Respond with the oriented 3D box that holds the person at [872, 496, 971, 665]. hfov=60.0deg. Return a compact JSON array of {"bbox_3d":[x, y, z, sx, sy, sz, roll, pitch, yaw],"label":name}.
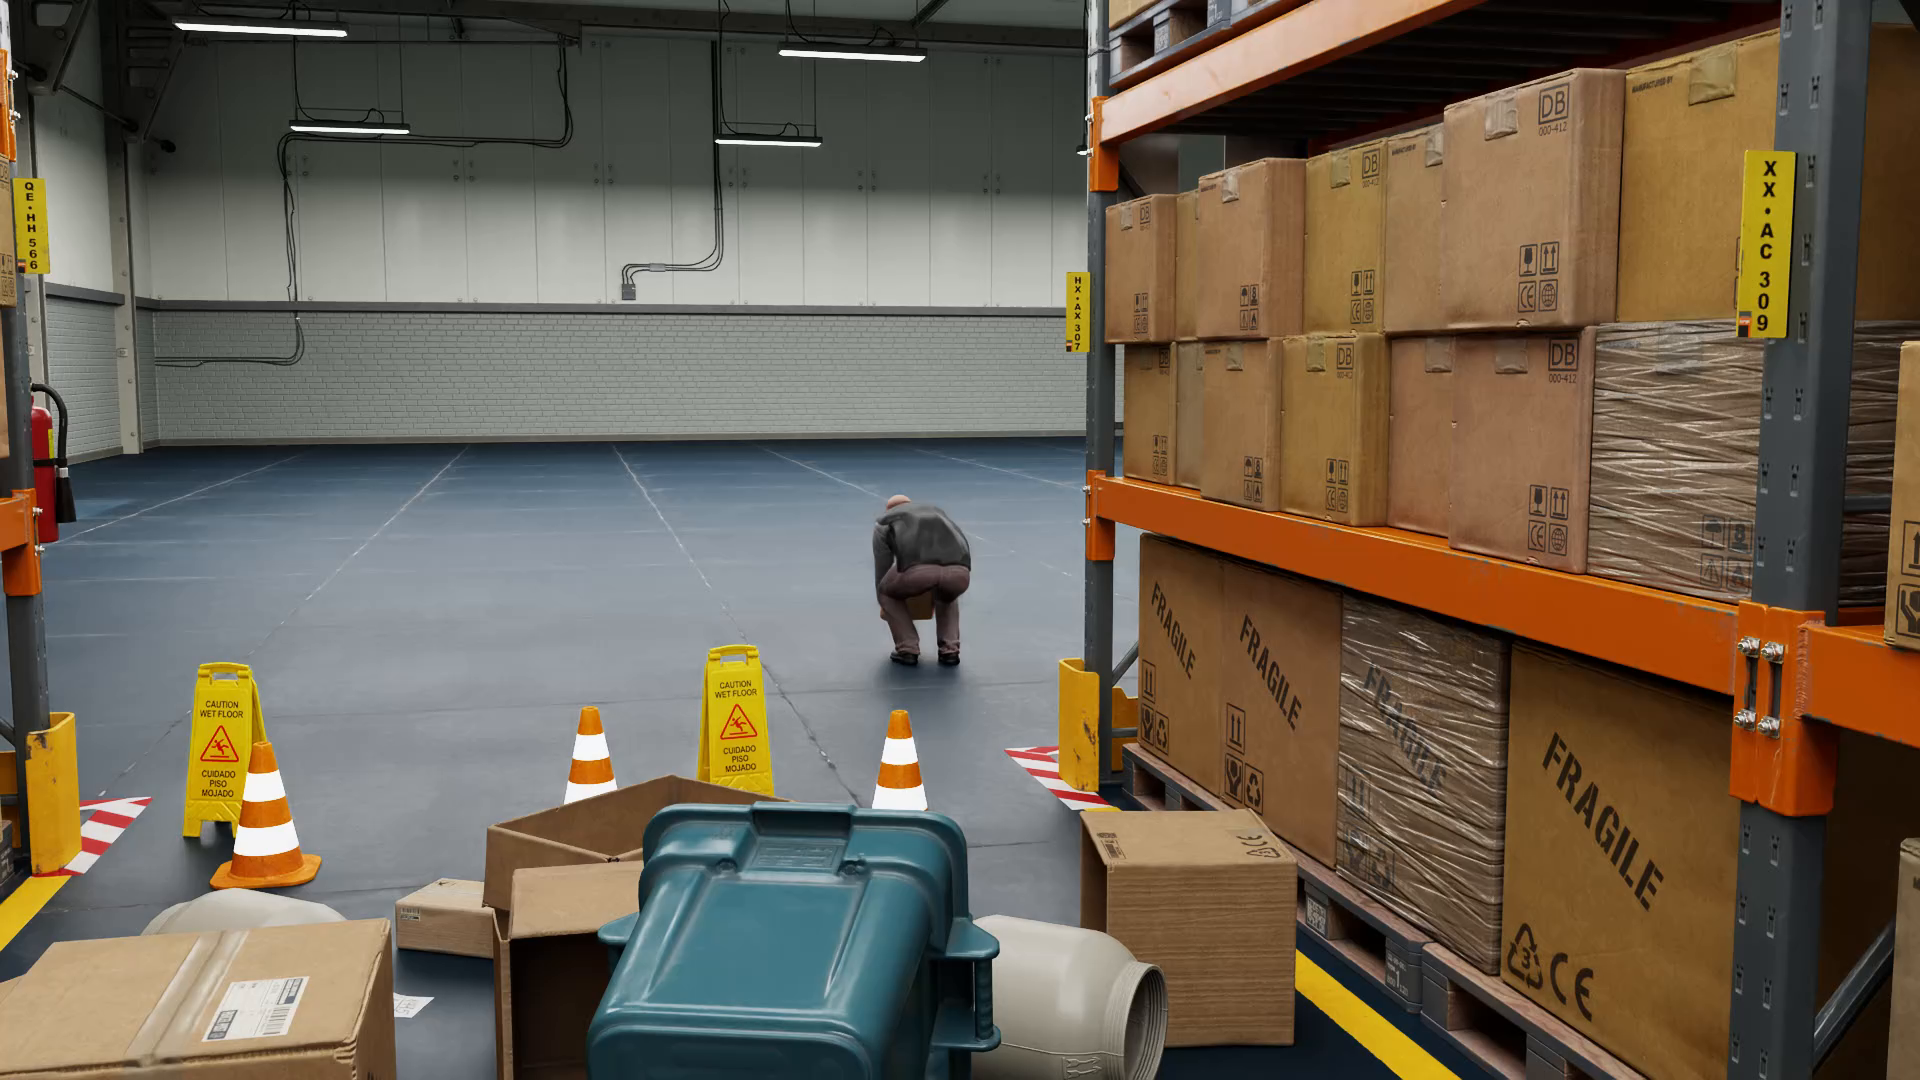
[{"bbox_3d":[-0.241,0.240,9.949,0.509,0.957,0.906,-2,6,-15],"label":"person"}]
